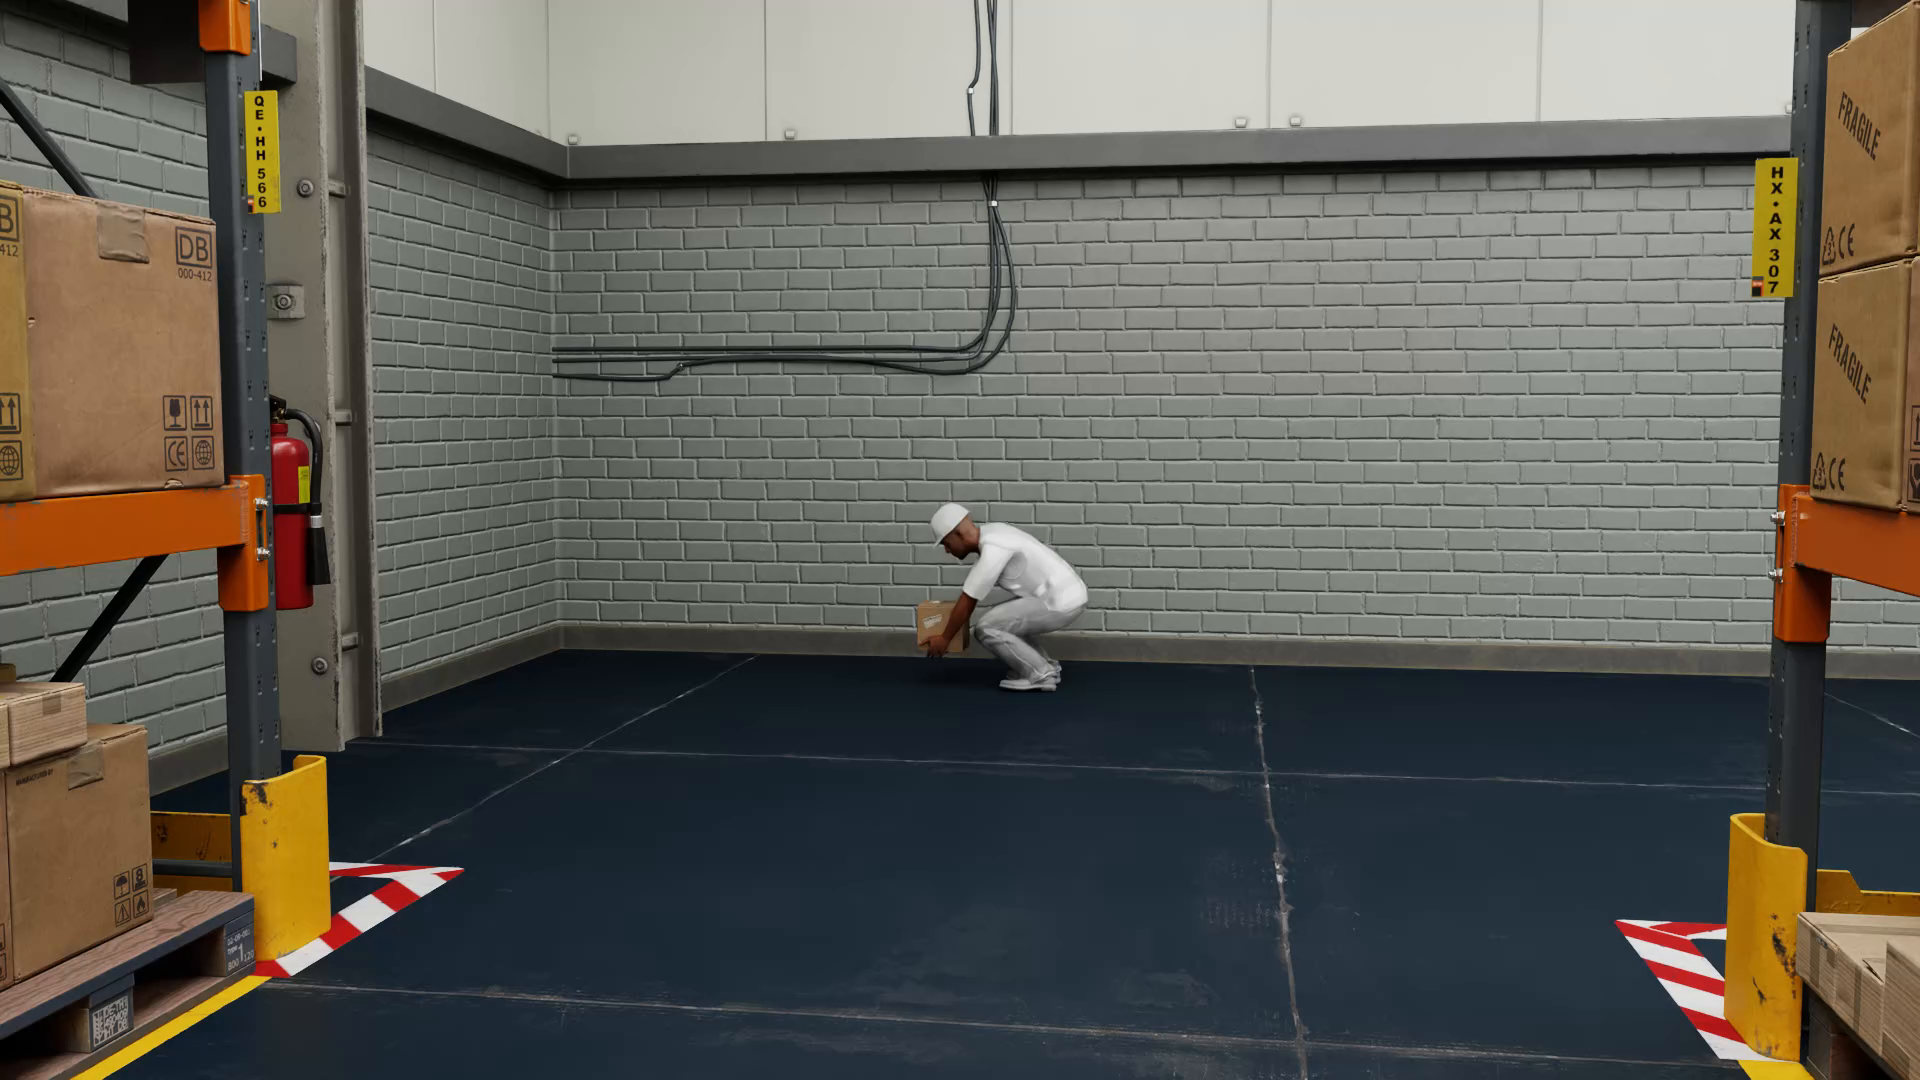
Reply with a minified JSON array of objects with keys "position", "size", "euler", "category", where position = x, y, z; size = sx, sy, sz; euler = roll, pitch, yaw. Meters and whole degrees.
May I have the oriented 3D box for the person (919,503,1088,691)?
[{"position":[0.240,0.305,9.028],"size":[0.908,1.008,0.544],"euler":[1,4,7],"category":"person"}]
